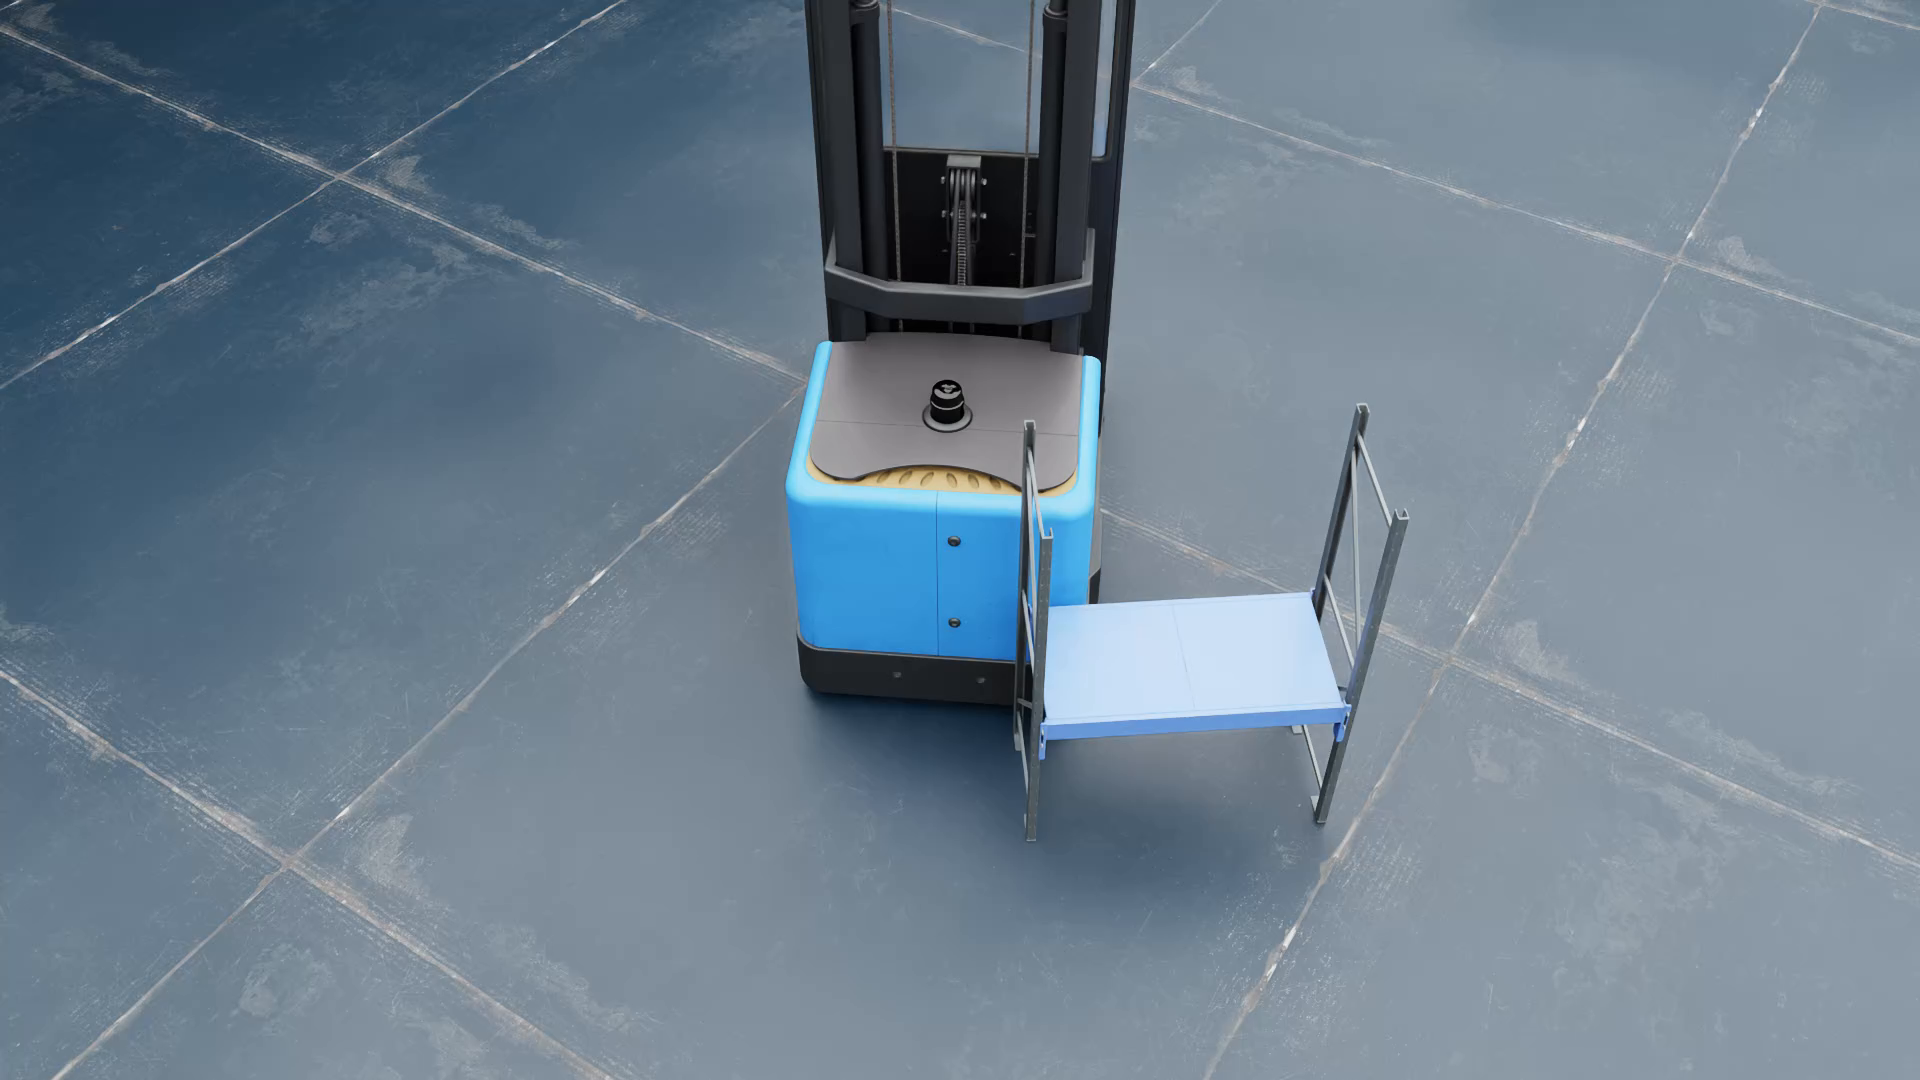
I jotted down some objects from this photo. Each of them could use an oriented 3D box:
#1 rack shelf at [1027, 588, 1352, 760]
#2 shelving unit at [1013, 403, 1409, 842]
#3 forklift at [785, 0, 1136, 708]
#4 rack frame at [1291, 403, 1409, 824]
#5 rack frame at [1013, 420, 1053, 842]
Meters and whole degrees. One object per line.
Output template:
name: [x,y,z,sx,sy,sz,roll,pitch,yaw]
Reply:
rack shelf: [0.734,0.438,5.530,1.000,0.185,0.538,-3,46,-3]
shelving unit: [0.734,0.312,5.401,1.048,1.500,0.538,-3,46,-3]
forklift: [0.055,-1.466,6.131,1.130,2.935,3.031,4,46,3]
rack frame: [1.241,0.285,5.427,0.032,1.500,0.500,-3,46,-3]
rack frame: [0.227,0.340,5.374,0.032,1.500,0.500,-3,46,-3]
